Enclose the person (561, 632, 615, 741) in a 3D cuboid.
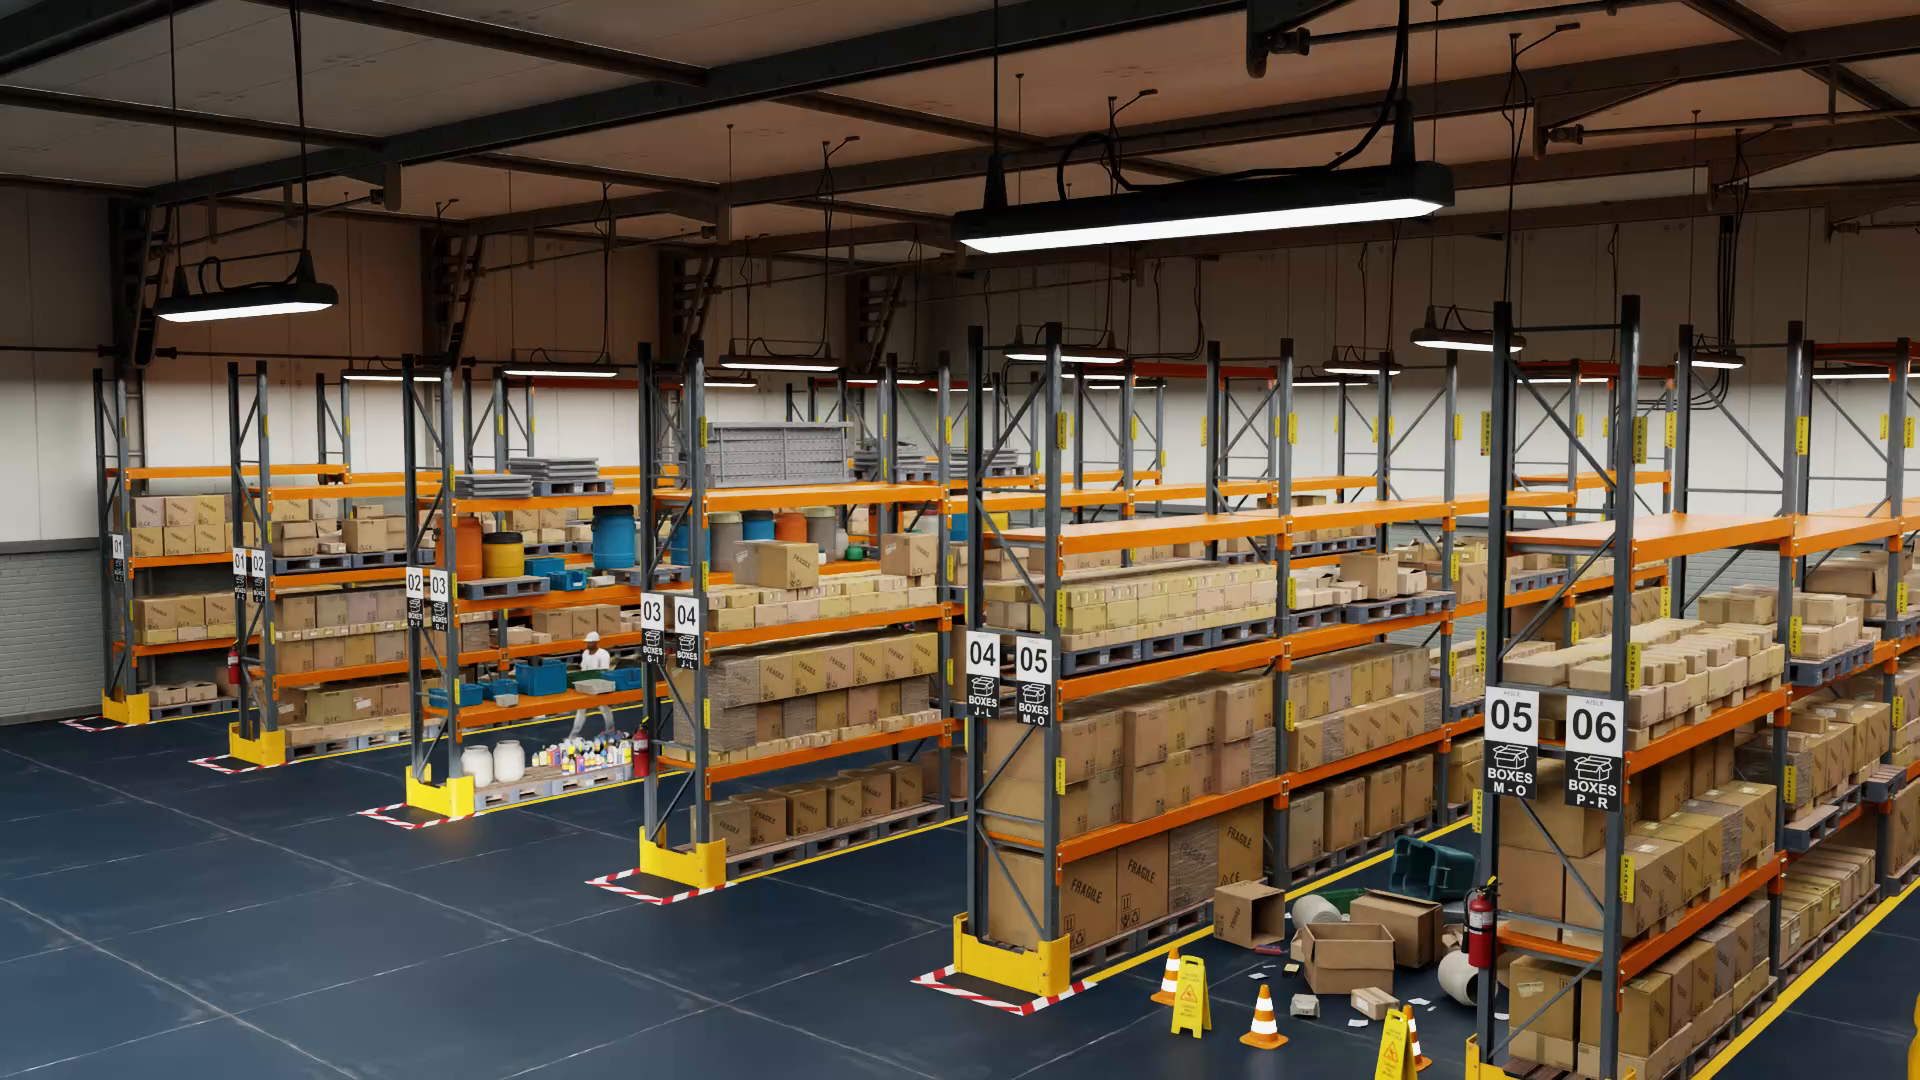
[{"bbox_3d":[-5.892,2.329,26.537,0.609,1.715,0.962,2,5,24],"label":"person"}]
